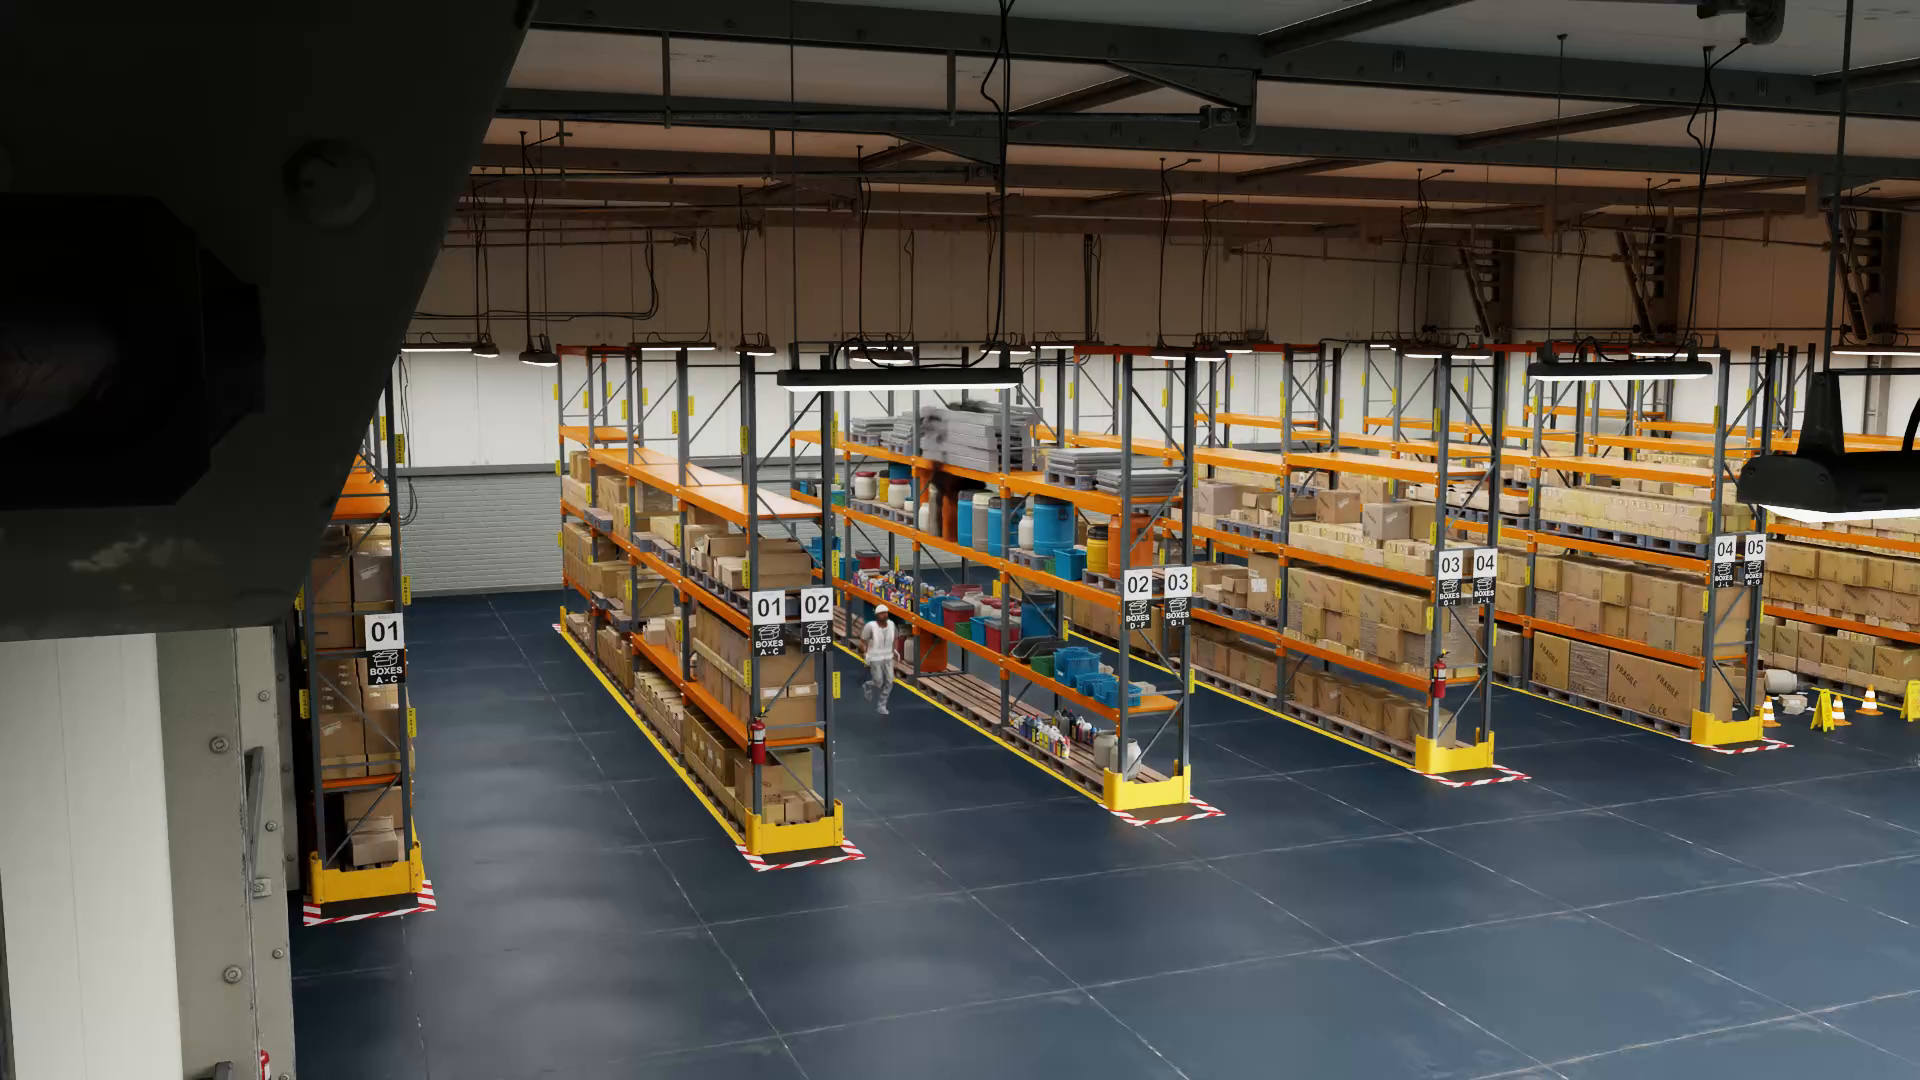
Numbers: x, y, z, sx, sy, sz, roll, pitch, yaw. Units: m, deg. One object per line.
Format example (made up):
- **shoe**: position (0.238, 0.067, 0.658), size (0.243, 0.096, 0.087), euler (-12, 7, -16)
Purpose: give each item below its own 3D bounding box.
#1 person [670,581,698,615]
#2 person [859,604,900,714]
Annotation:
- **person**: position (-5.728, 1.109, 34.865), size (0.587, 1.600, 0.532), euler (-6, 9, -39)
- **person**: position (-1.275, 1.860, 26.209), size (0.659, 1.740, 0.639), euler (-4, 8, -28)
